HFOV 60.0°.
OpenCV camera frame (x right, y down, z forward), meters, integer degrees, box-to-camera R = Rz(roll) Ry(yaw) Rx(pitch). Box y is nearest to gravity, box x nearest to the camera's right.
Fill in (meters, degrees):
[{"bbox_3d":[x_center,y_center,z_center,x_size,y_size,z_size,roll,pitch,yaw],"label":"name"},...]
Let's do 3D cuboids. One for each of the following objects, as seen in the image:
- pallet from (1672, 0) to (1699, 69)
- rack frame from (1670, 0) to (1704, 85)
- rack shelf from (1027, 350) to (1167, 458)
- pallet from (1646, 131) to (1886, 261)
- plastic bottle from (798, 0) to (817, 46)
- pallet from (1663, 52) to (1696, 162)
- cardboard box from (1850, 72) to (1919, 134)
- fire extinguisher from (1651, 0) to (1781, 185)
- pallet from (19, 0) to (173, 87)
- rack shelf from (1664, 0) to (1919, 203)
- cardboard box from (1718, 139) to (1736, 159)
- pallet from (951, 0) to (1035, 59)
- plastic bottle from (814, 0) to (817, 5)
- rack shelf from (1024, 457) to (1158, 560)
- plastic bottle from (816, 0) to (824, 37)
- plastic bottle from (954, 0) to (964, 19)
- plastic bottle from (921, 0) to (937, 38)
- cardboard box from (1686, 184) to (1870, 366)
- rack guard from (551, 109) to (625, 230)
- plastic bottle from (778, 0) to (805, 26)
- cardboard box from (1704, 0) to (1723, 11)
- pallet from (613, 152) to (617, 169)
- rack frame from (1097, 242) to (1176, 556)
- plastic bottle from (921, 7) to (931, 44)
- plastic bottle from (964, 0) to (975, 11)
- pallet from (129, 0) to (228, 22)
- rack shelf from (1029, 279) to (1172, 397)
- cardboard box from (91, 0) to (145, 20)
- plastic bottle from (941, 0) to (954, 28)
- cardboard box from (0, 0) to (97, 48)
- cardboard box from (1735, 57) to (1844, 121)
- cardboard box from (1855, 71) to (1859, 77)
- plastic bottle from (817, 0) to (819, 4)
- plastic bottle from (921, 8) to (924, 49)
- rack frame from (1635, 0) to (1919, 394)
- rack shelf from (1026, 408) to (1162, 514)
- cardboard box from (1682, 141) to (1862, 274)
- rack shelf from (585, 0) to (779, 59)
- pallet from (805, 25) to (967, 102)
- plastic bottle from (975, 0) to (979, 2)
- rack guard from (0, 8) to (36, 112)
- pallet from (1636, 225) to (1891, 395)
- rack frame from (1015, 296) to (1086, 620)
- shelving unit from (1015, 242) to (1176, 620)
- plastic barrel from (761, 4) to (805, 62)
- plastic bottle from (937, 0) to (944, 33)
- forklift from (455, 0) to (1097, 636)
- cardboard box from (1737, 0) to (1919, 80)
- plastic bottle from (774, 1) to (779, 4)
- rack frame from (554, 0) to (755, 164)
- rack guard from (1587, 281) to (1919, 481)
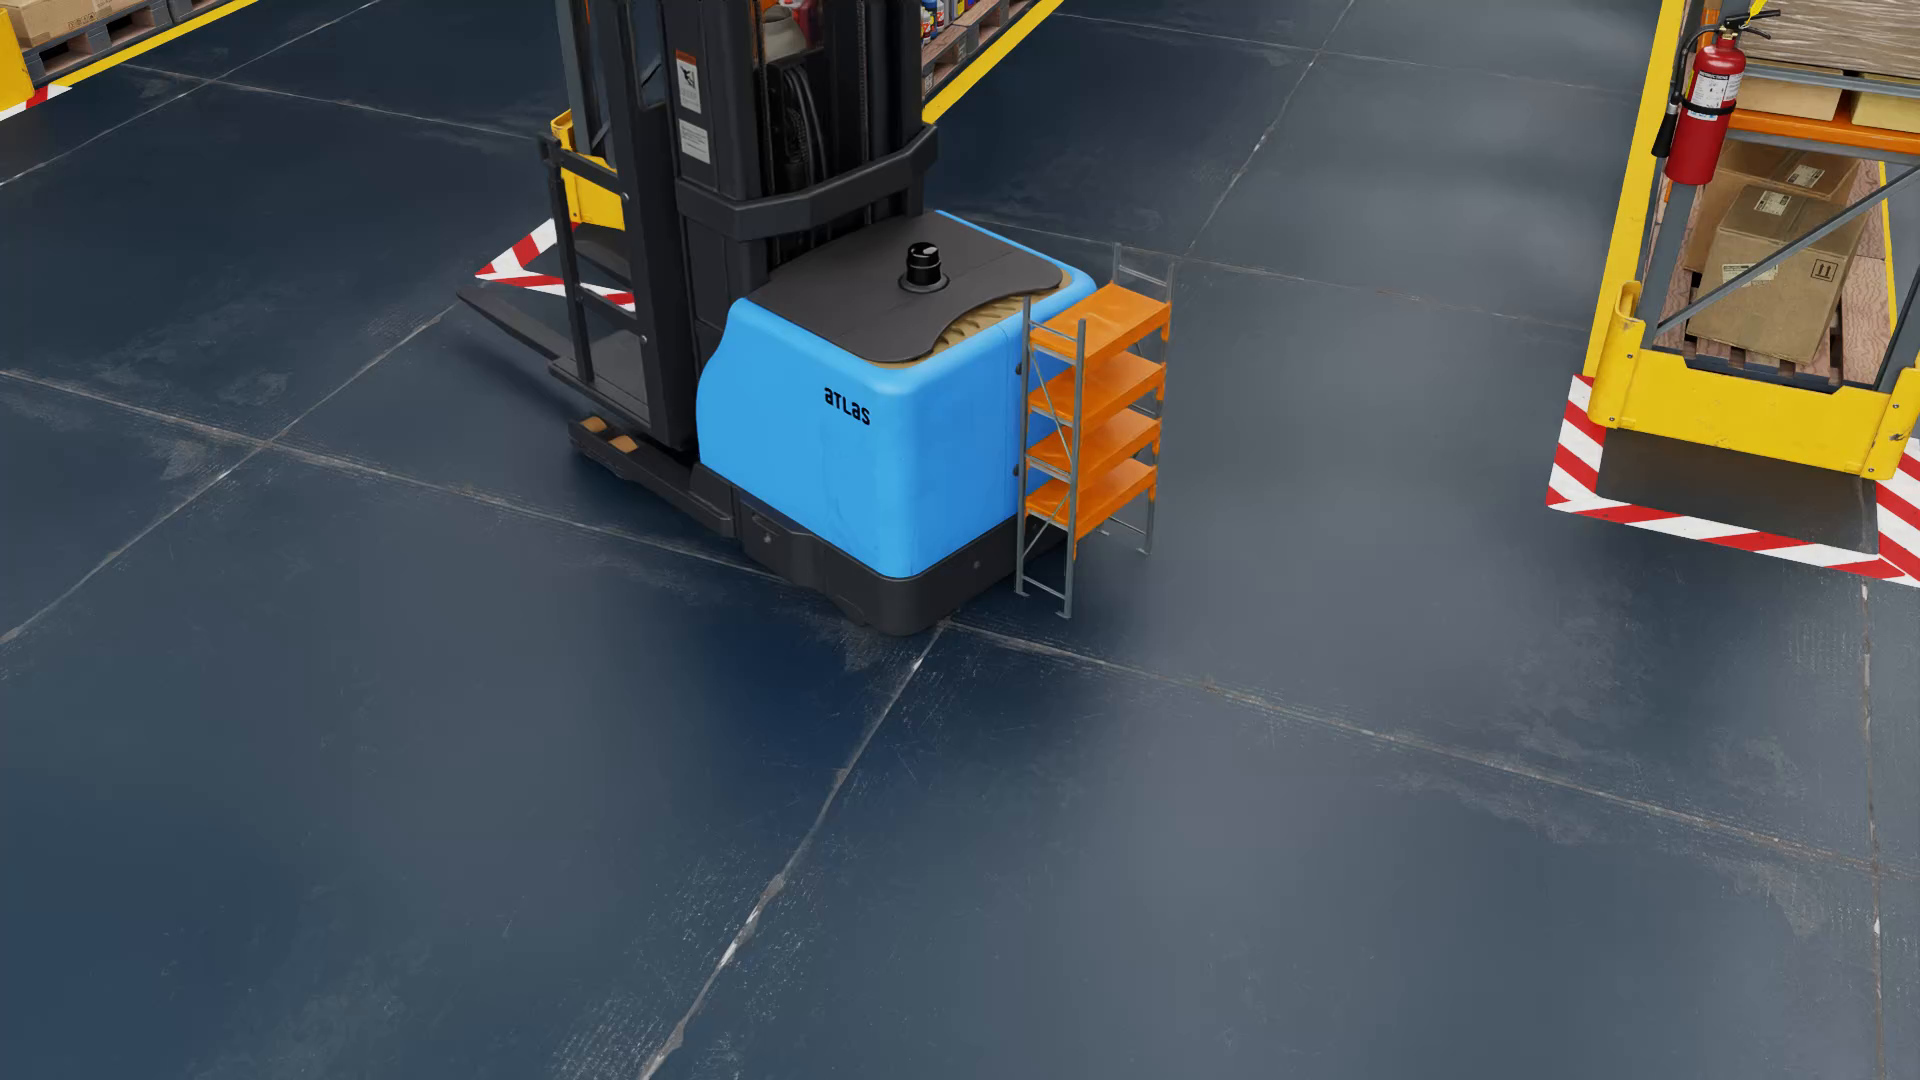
[{"bbox_3d":[4.991,-3.139,10.274,1.003,0.211,1.213,14,39,18],"label":"pallet"},{"bbox_3d":[4.696,-3.825,8.862,1.000,3.000,0.127,14,39,18],"label":"rack frame"},{"bbox_3d":[0.455,-0.484,5.634,0.258,0.148,0.480,27,45,31],"label":"rack shelf"},{"bbox_3d":[4.011,-1.650,8.281,1.003,0.211,1.213,14,39,18],"label":"pallet"},{"bbox_3d":[-0.893,-3.053,9.730,0.061,0.283,0.133,14,39,18],"label":"plastic bottle"},{"bbox_3d":[4.473,-2.328,9.188,1.003,0.211,1.213,14,39,18],"label":"pallet"},{"bbox_3d":[3.503,-1.613,6.112,0.380,0.149,0.250,14,39,18],"label":"cardboard box"},{"bbox_3d":[2.704,-1.621,5.977,0.296,0.674,0.183,14,39,18],"label":"fire extinguisher"},{"bbox_3d":[-5.733,-3.185,10.334,1.003,0.211,1.213,14,39,18],"label":"pallet"},{"bbox_3d":[3.935,-2.429,7.595,1.077,0.370,4.000,14,39,18],"label":"rack shelf"},{"bbox_3d":[3.879,-1.800,7.890,0.500,0.500,0.500,18,40,22],"label":"cardboard box"},{"bbox_3d":[-0.178,-3.474,10.721,1.003,0.211,1.213,14,39,18],"label":"pallet"},{"bbox_3d":[-0.939,-3.150,9.867,0.152,0.276,0.135,13,39,16],"label":"plastic bottle"},{"bbox_3d":[0.455,-0.146,5.887,0.258,0.148,0.480,27,45,31],"label":"rack shelf"},{"bbox_3d":[-0.816,-3.102,9.865,0.097,0.201,0.097,0,37,0],"label":"plastic bottle"},{"bbox_3d":[-0.059,-3.361,10.086,0.144,0.351,0.185,14,39,17],"label":"plastic bottle"},{"bbox_3d":[-0.183,-3.112,9.819,0.097,0.271,0.097,0,37,0],"label":"plastic bottle"},{"bbox_3d":[3.427,-1.119,6.979,0.500,0.500,0.500,21,42,26],"label":"cardboard box"},{"bbox_3d":[-1.421,-1.790,8.227,1.175,0.500,0.348,14,39,18],"label":"rack guard"},{"bbox_3d":[-0.992,-3.074,9.764,0.152,0.276,0.135,14,39,18],"label":"plastic bottle"},{"bbox_3d":[3.488,-2.372,6.586,0.875,0.500,0.500,14,39,18],"label":"cardboard box"},{"bbox_3d":[-1.107,-2.123,8.914,1.003,0.211,1.213,14,39,18],"label":"pallet"},{"bbox_3d":[0.613,-0.470,5.876,0.240,1.200,0.015,27,45,31],"label":"rack frame"},{"bbox_3d":[-0.222,-3.027,9.764,0.097,0.201,0.097,0,37,0],"label":"plastic bottle"},{"bbox_3d":[0.041,-3.413,10.212,0.061,0.283,0.133,16,40,21],"label":"plastic bottle"},{"bbox_3d":[-5.268,-3.858,11.235,1.003,0.211,1.213,14,39,18],"label":"pallet"},{"bbox_3d":[0.455,-0.673,5.492,0.258,0.148,0.480,27,45,31],"label":"rack shelf"},{"bbox_3d":[-5.389,-3.460,10.319,0.500,0.250,0.500,14,39,18],"label":"cardboard box"},{"bbox_3d":[-0.124,-3.242,9.989,0.152,0.276,0.135,15,39,19],"label":"plastic bottle"},{"bbox_3d":[-5.576,-3.182,9.947,0.500,0.250,0.500,14,39,18],"label":"cardboard box"},{"bbox_3d":[3.092,-1.714,6.248,0.380,0.149,0.250,14,39,18],"label":"cardboard box"},{"bbox_3d":[3.616,-1.747,6.292,0.380,0.149,0.250,14,39,18],"label":"cardboard box"},{"bbox_3d":[-0.879,-3.273,9.968,0.144,0.351,0.185,15,39,20],"label":"plastic bottle"},{"bbox_3d":[-0.260,-3.000,9.669,0.097,0.271,0.097,0,37,0],"label":"plastic bottle"},{"bbox_3d":[3.174,-1.610,5.899,1.000,3.000,0.127,14,39,18],"label":"rack frame"},{"bbox_3d":[0.455,-0.305,5.768,0.258,0.148,0.480,27,45,31],"label":"rack shelf"},{"bbox_3d":[3.623,-1.458,7.432,0.500,0.500,0.500,25,43,29],"label":"cardboard box"},{"bbox_3d":[-0.645,-3.557,9.105,1.077,0.370,4.000,14,39,18],"label":"rack shelf"},{"bbox_3d":[-0.641,-2.796,9.814,1.003,0.211,1.213,14,39,18],"label":"pallet"},{"bbox_3d":[0.064,-3.540,10.325,0.144,0.351,0.185,12,38,15],"label":"plastic bottle"},{"bbox_3d":[-5.995,-2.854,9.651,1.175,0.500,0.348,14,39,18],"label":"rack guard"},{"bbox_3d":[3.545,-0.977,7.381,1.003,0.211,1.213,14,39,18],"label":"pallet"},{"bbox_3d":[0.296,-0.247,5.579,0.240,1.200,0.015,27,45,31],"label":"rack frame"},{"bbox_3d":[0.455,-0.359,5.727,0.258,1.200,0.503,27,45,31],"label":"shelving unit"},{"bbox_3d":[-1.036,-2.569,8.909,0.421,0.512,0.421,0,37,0],"label":"plastic barrel"},{"bbox_3d":[-0.144,-3.140,9.916,0.097,0.201,0.097,0,37,0],"label":"plastic bottle"},{"bbox_3d":[-0.922,-1.618,5.967,3.031,2.935,1.130,30,46,34],"label":"forklift"},{"bbox_3d":[3.409,-2.068,6.179,0.875,0.500,0.500,14,39,18],"label":"cardboard box"},{"bbox_3d":[-1.085,-3.012,9.676,0.061,0.283,0.133,15,39,19],"label":"plastic bottle"},{"bbox_3d":[-1.406,-2.738,7.408,1.000,3.000,0.127,14,39,18],"label":"rack frame"},{"bbox_3d":[3.203,-0.651,6.703,1.175,0.500,0.348,14,39,18],"label":"rack guard"}]
